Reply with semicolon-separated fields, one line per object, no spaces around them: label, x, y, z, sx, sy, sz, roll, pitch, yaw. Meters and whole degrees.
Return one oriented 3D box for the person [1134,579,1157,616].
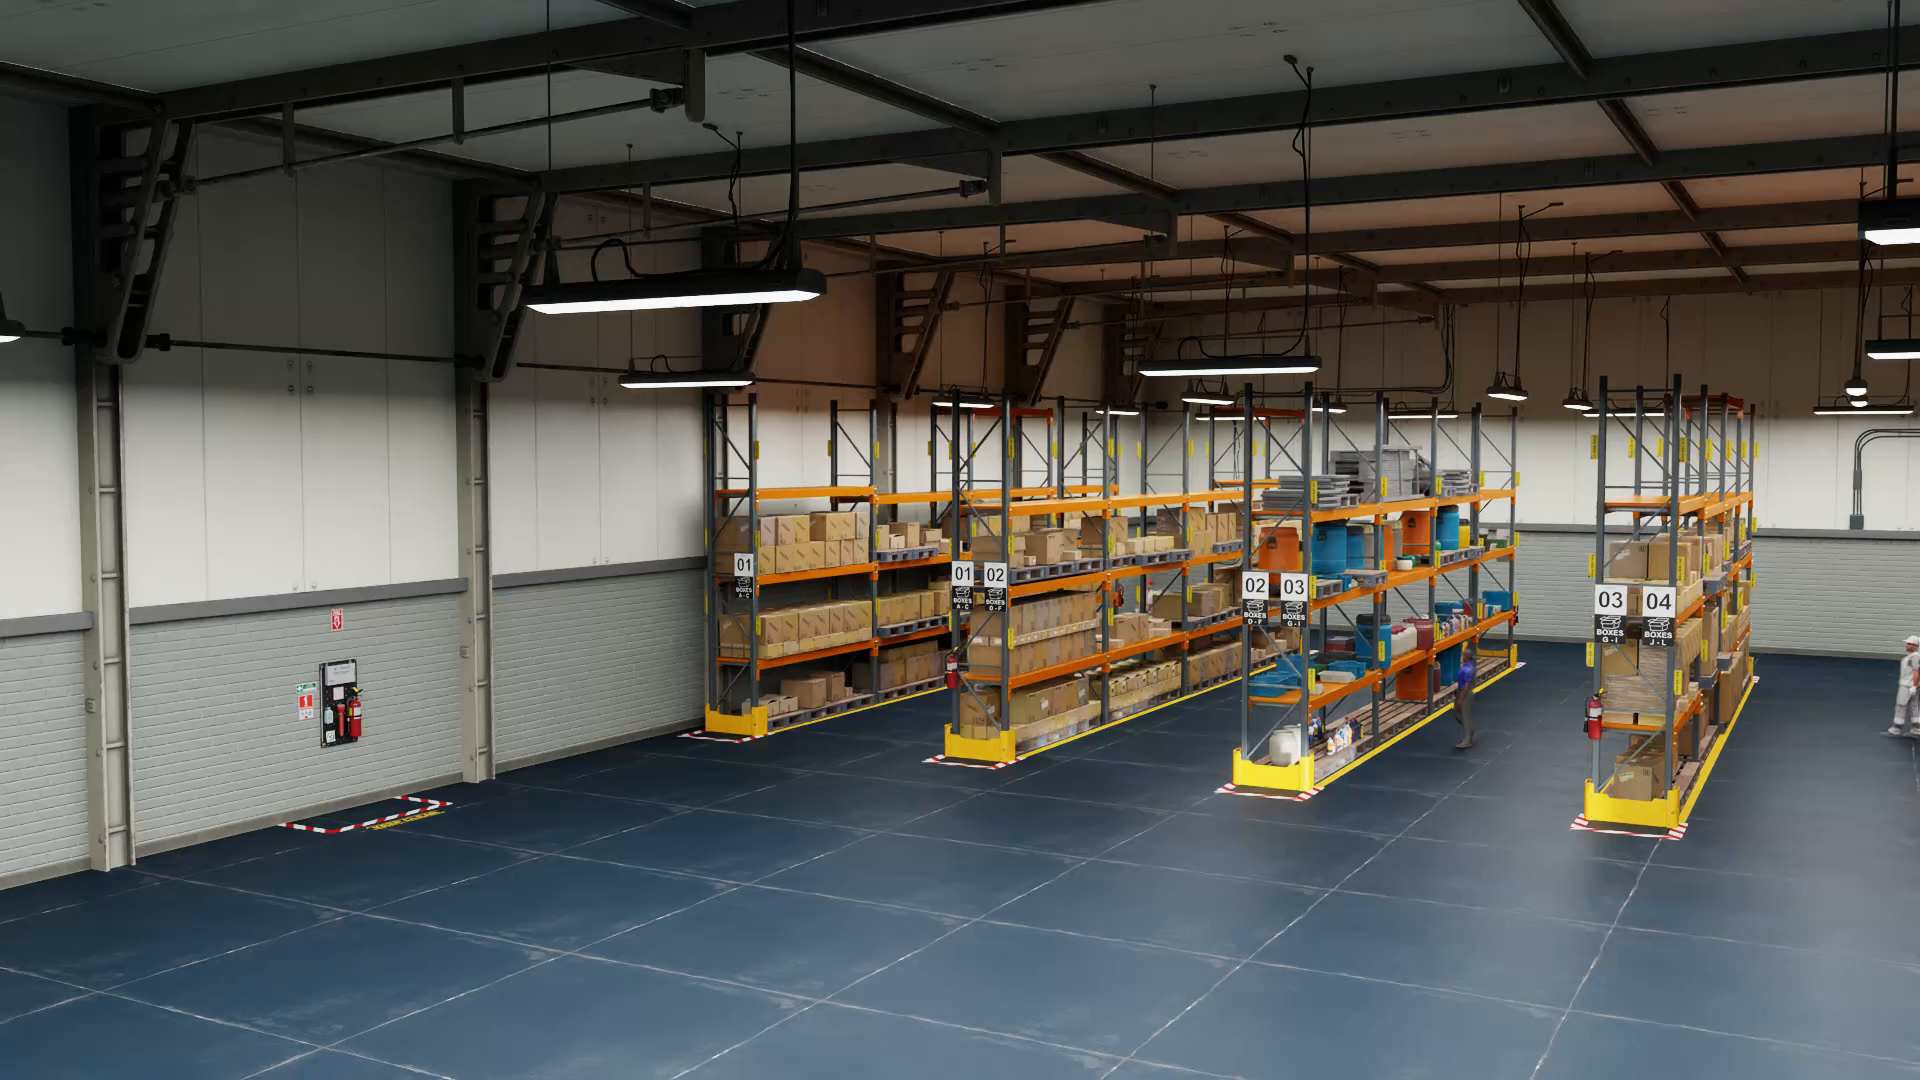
person;4.669;1.847;41.690;0.593;1.740;0.957;2;4;30

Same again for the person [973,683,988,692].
person;0.359;2.456;30.427;0.426;1.789;0.611;1;3;19

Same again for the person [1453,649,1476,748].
person;8.553;2.658;28.112;0.409;1.675;0.546;0;3;4

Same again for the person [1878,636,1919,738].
person;16.383;2.541;28.917;0.643;1.786;0.545;3;4;40
